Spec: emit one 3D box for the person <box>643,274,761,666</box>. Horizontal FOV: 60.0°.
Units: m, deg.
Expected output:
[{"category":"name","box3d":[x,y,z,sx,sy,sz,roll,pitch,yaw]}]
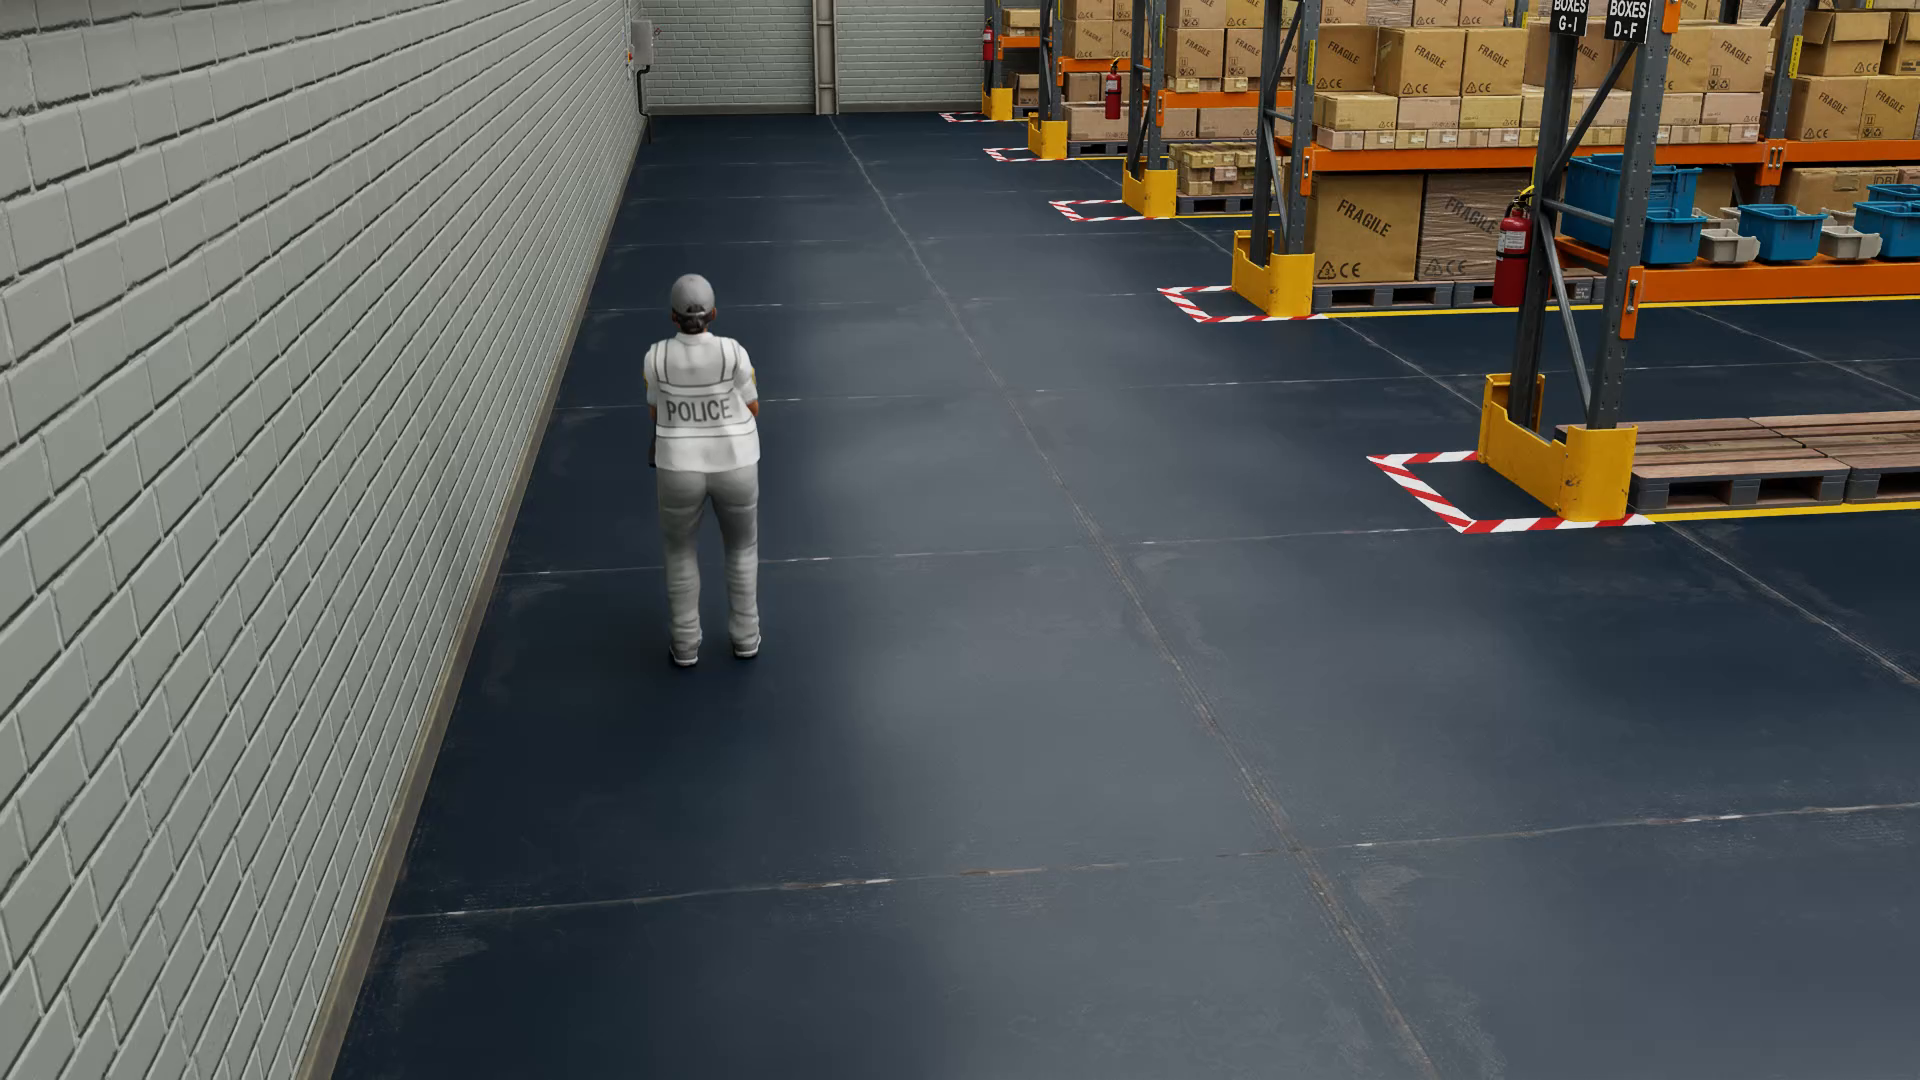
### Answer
[{"category":"person","box3d":[-1.056,-0.302,6.911,0.455,1.657,0.541,-2,20,-7]}]
